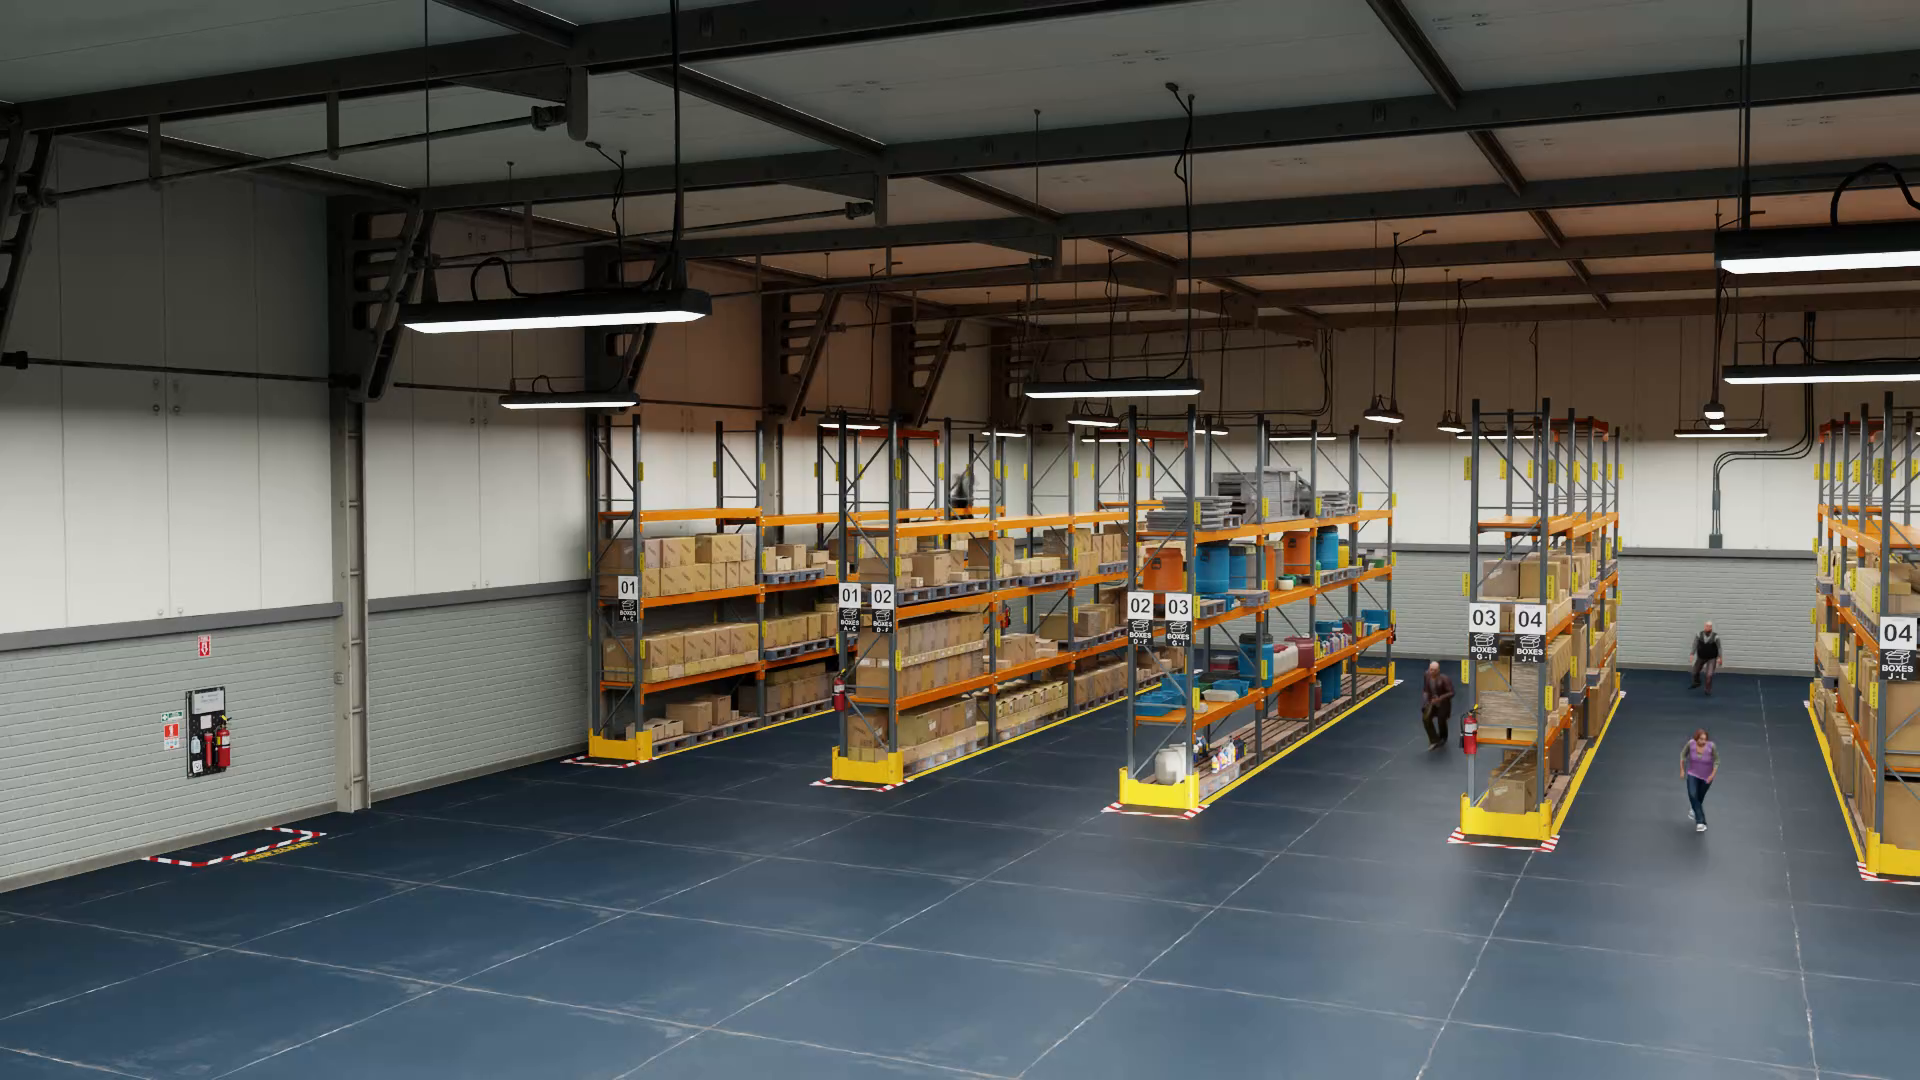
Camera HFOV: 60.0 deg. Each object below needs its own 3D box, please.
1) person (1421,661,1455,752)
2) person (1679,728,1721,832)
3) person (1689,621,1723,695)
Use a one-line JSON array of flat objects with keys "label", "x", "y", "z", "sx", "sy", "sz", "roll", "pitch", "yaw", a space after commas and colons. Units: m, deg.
[{"label": "person", "x": 8.597, "y": 2.948, "z": 29.807, "sx": 0.712, "sy": 1.618, "sz": 1.157, "roll": 2, "pitch": 3, "yaw": 35}, {"label": "person", "x": 10.381, "y": 3.313, "z": 23.334, "sx": 0.520, "sy": 1.456, "sz": 0.977, "roll": 1, "pitch": 3, "yaw": 24}, {"label": "person", "x": 16.737, "y": 2.638, "z": 37.300, "sx": 0.762, "sy": 1.664, "sz": 0.658, "roll": 2, "pitch": 3, "yaw": 36}]
